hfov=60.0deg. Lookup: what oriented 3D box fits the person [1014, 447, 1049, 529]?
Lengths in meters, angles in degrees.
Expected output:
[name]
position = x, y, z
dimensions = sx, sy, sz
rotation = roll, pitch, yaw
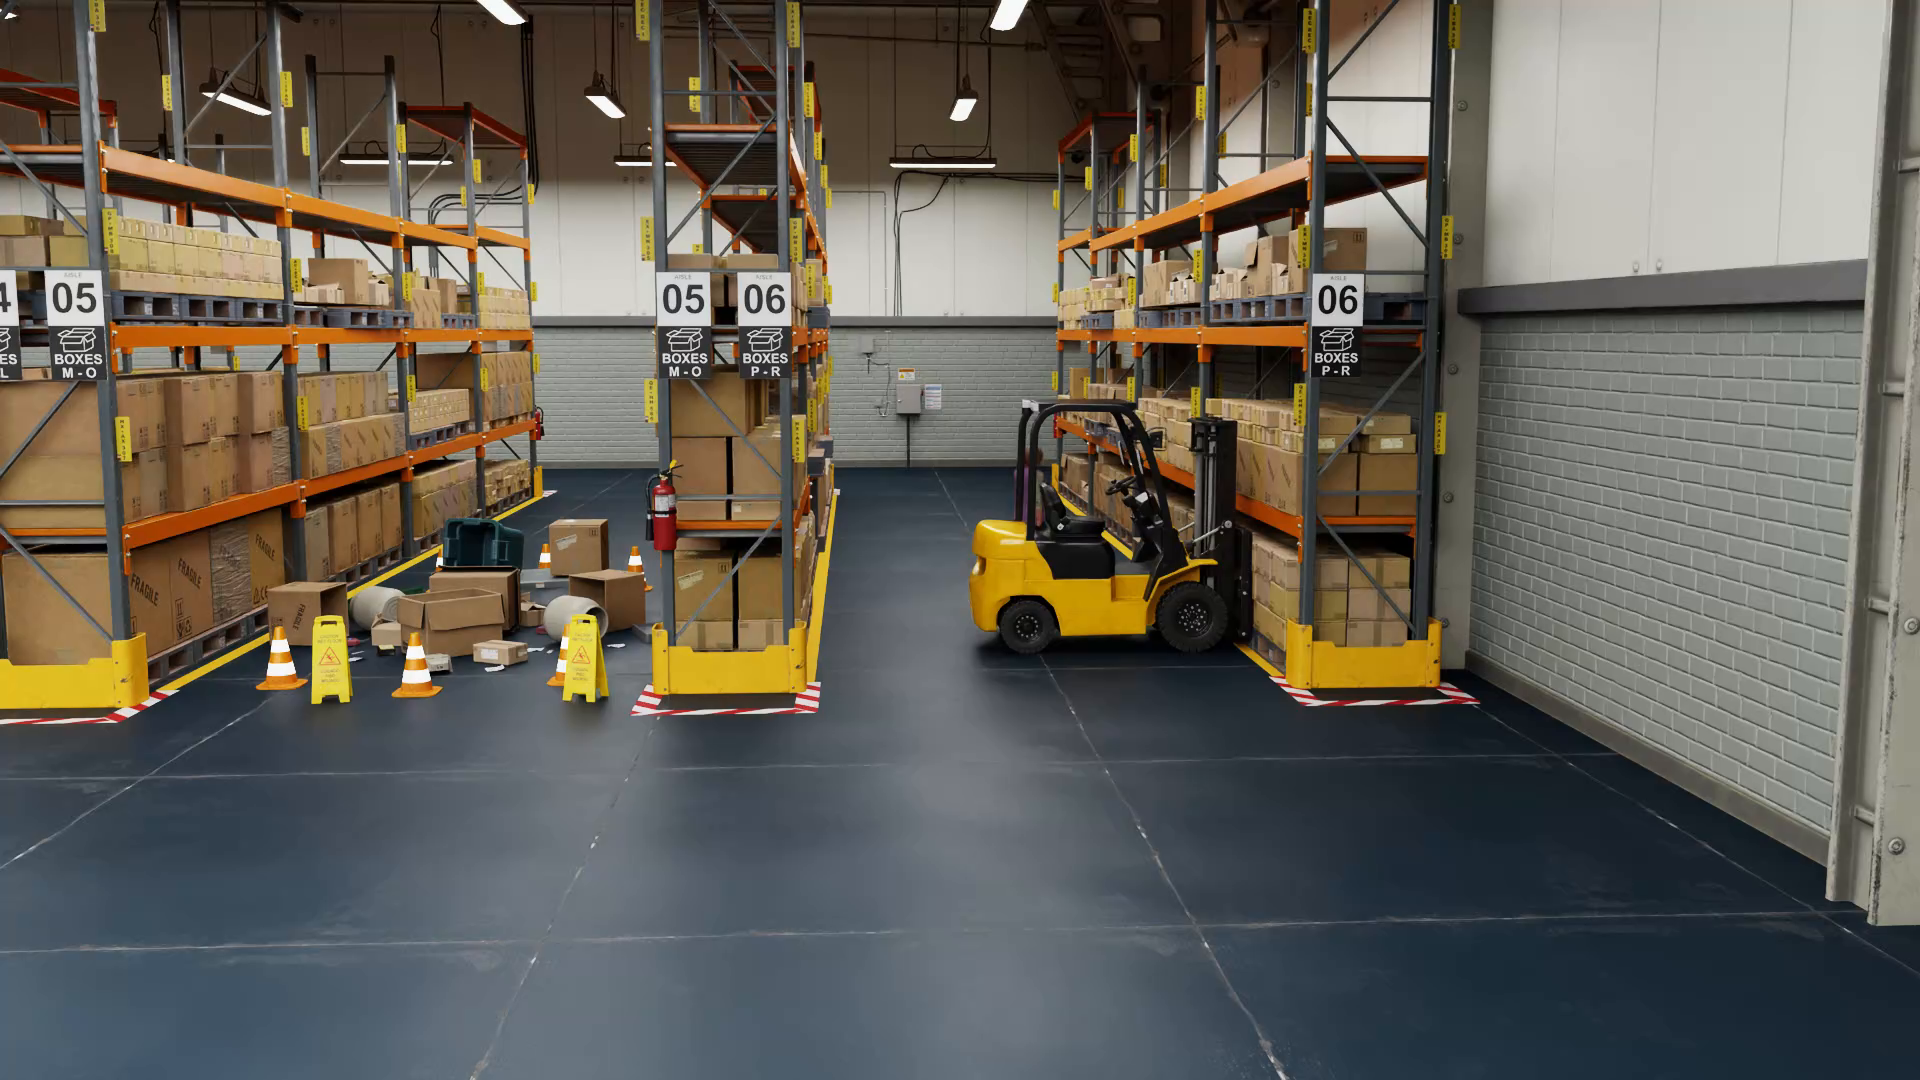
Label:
[person]
position = 0.753, -0.176, 17.177
dimensions = 0.446, 1.610, 0.625
rotation = 7, 10, 43
